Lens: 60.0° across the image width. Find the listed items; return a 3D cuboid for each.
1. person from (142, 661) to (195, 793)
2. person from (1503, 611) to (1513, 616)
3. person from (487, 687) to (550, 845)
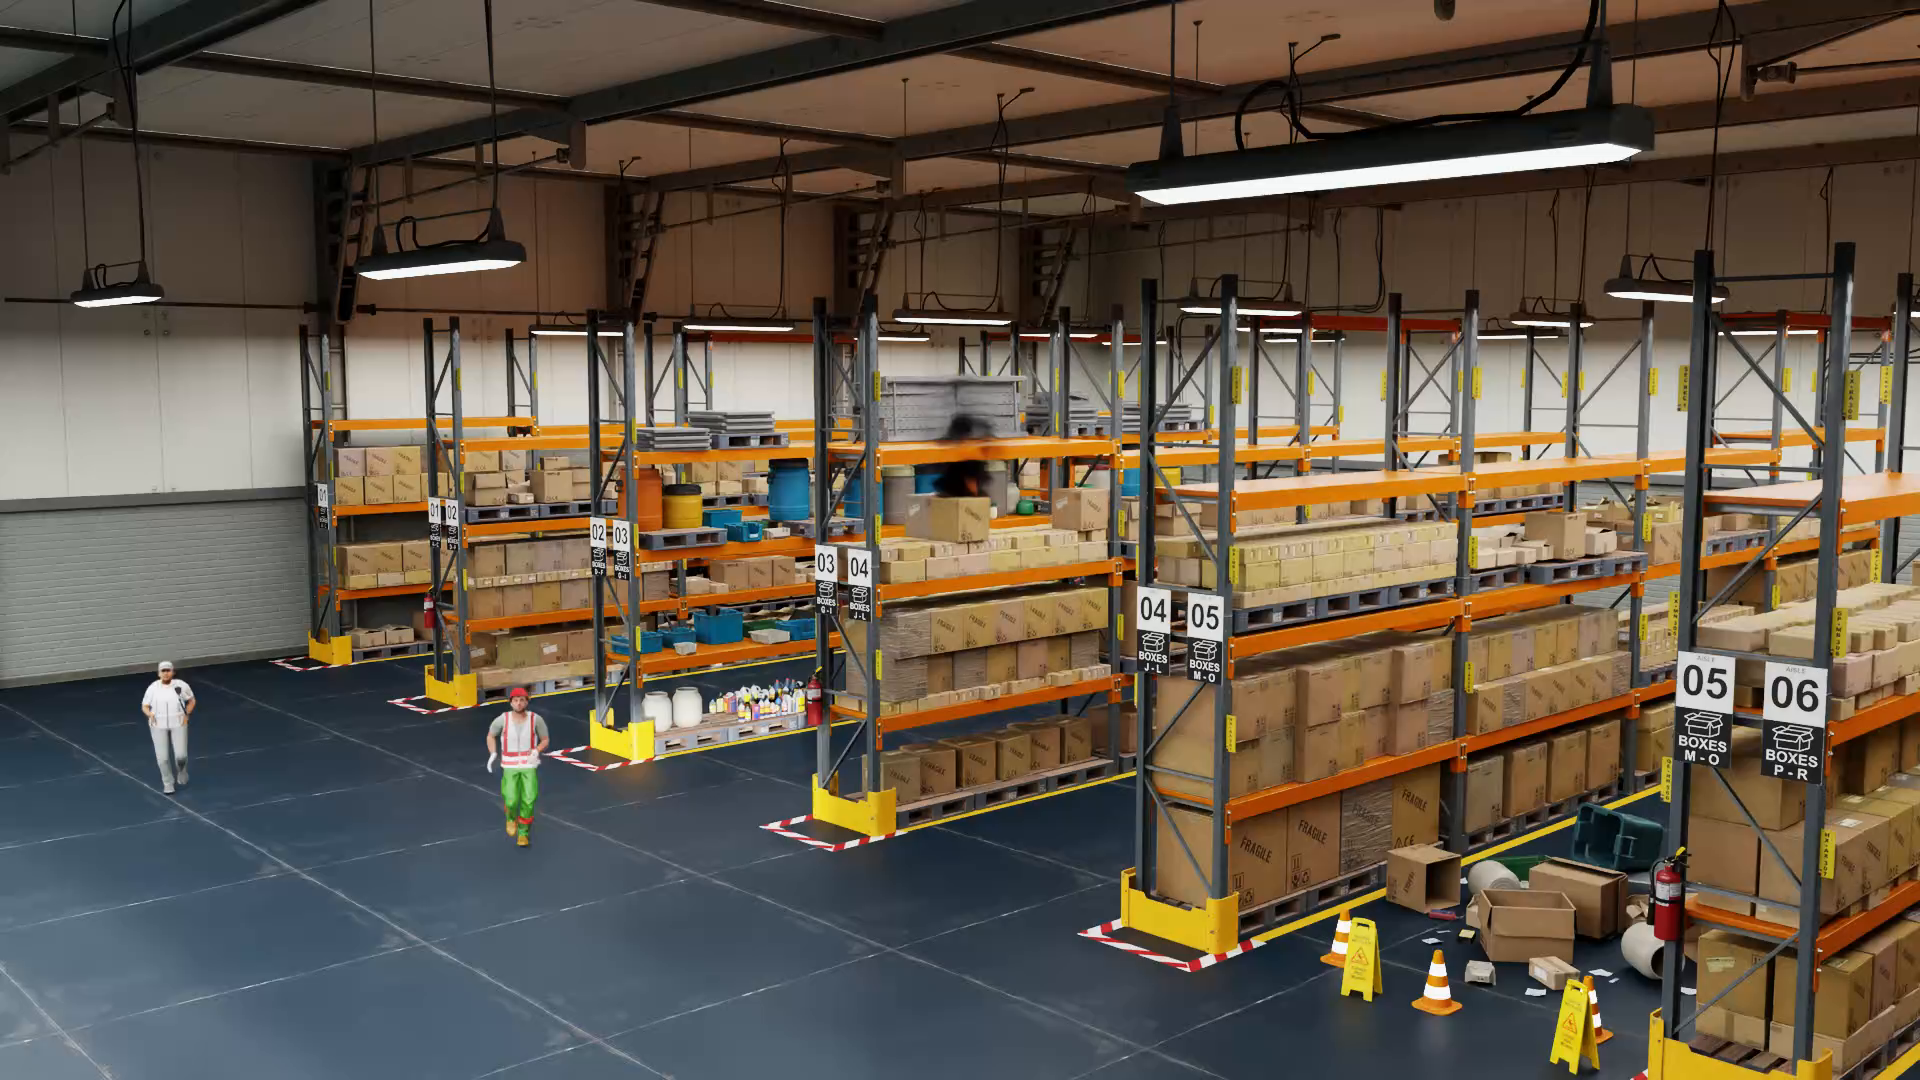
[{"bbox_3d":[-9.723,2.296,20.445,0.601,1.619,0.565,-2,6,-23],"label":"person"},{"bbox_3d":[8.290,1.846,25.226,0.541,1.551,0.666,5,8,41],"label":"person"},{"bbox_3d":[-4.784,2.471,18.057,0.661,1.739,0.582,-2,6,-16],"label":"person"}]
